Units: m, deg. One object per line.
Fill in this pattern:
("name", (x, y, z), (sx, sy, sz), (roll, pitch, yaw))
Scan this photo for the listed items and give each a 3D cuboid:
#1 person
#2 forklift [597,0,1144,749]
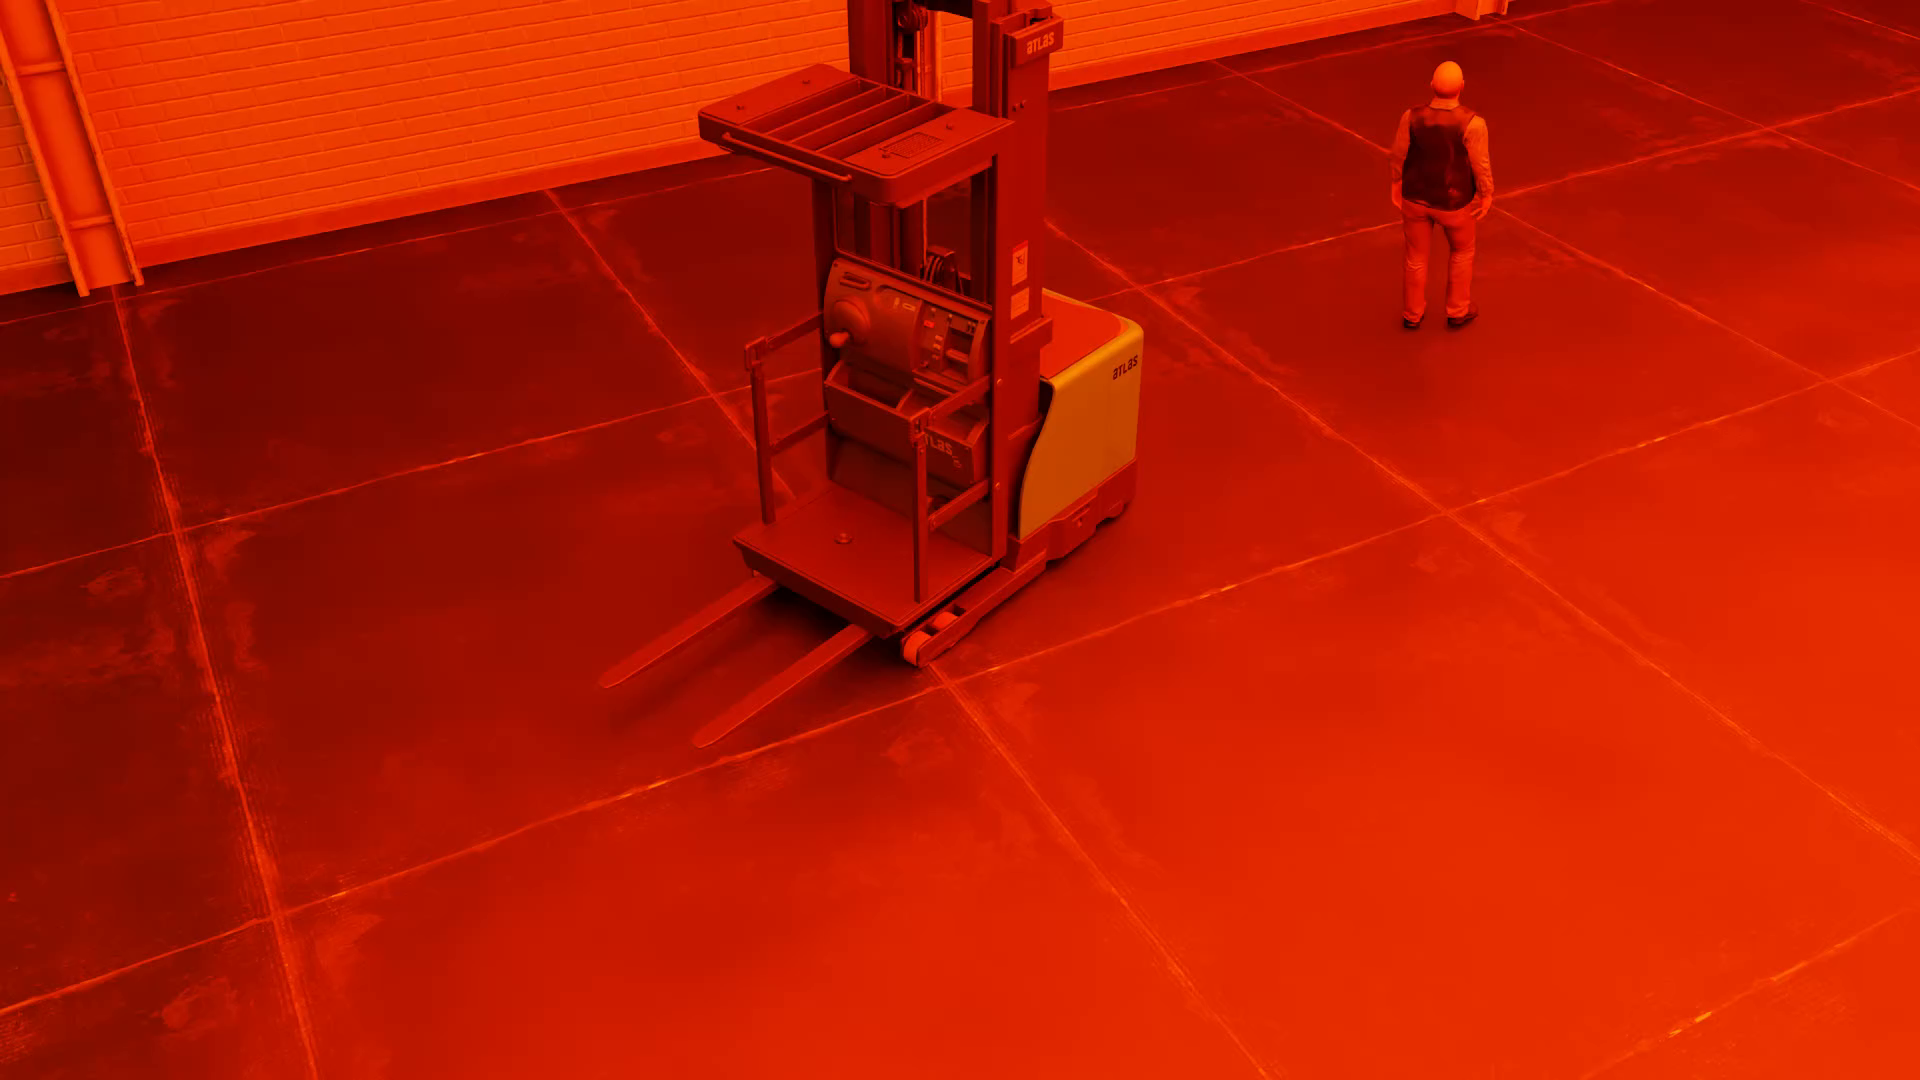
("person", (2.928, -2.096, 10.127), (0.636, 1.721, 0.576), (19, 39, 25))
("forklift", (-0.390, -0.927, 7.434), (1.130, 2.935, 3.031), (26, 43, 31))
